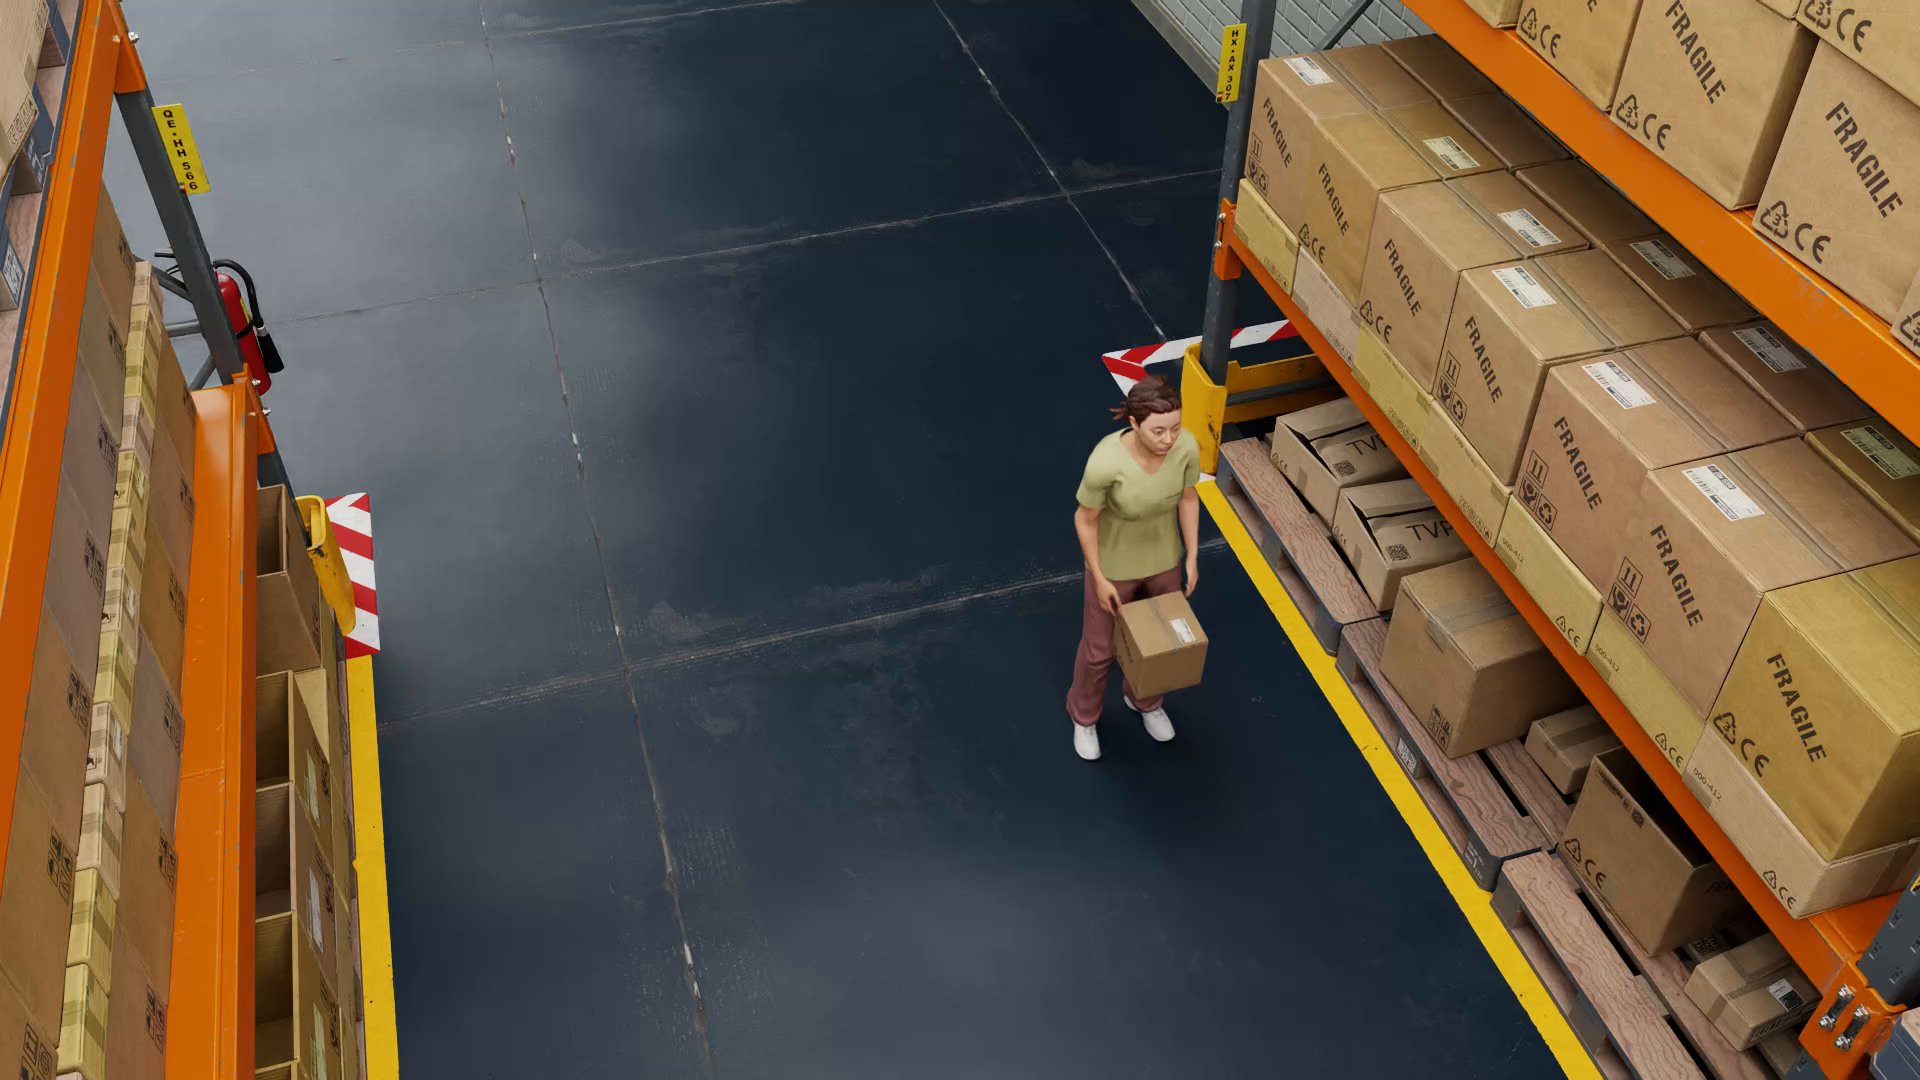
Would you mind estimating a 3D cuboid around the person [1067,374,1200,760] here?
[{"bbox_3d":[0.644,0.097,6.053,0.477,1.676,0.363,-13,44,-14],"label":"person"}]
